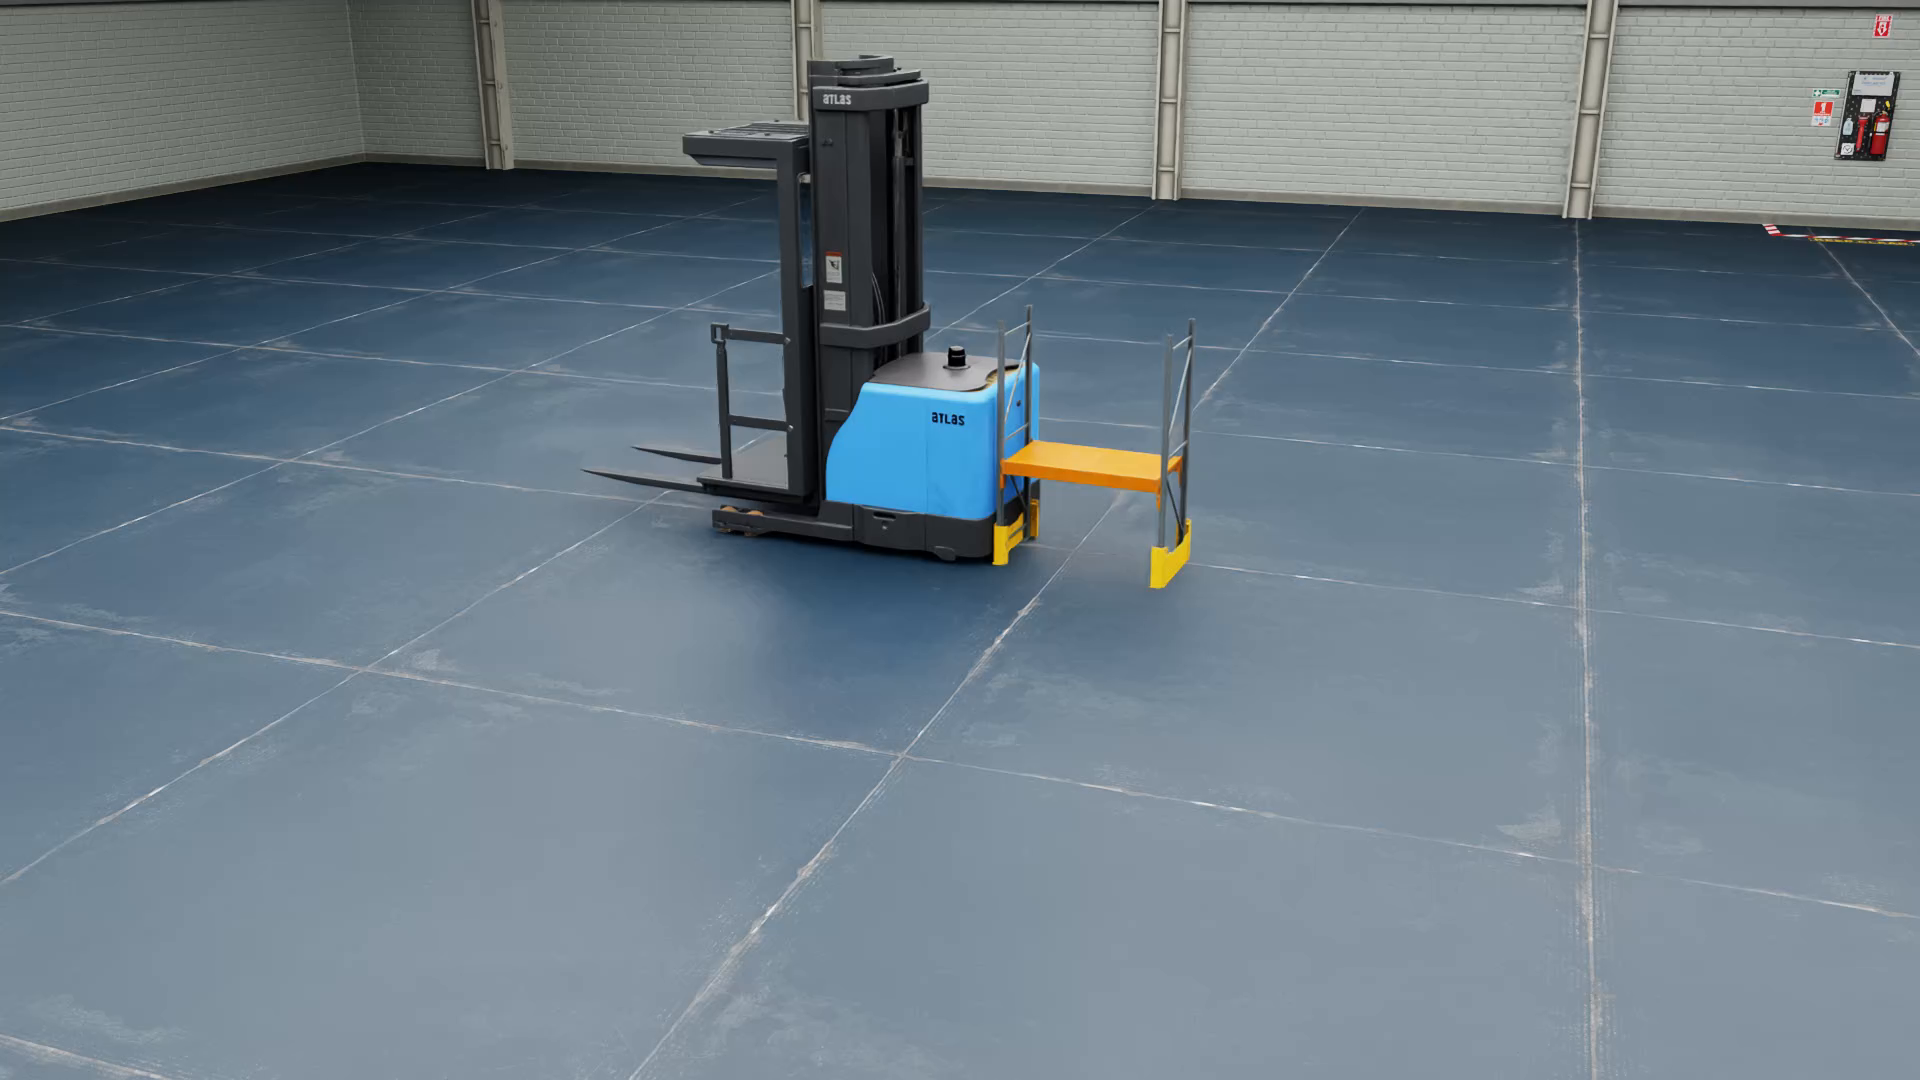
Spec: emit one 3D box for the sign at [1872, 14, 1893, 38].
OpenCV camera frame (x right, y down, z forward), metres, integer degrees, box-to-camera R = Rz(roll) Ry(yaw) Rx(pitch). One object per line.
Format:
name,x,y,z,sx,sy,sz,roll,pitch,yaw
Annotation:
sign,12.234,-6.815,22.047,0.199,0.298,0.001,7,20,18

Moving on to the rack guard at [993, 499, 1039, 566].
rack guard,0.351,-0.053,10.347,0.087,0.250,0.587,8,21,22

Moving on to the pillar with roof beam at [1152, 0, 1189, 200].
pillar with roof beam,1.782,-8.200,20.428,0.400,9.000,9.100,7,20,18

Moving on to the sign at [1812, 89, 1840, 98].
sign,11.722,-6.044,22.498,0.331,0.109,0.001,7,20,18

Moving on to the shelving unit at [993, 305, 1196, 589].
shelving unit,0.809,-0.578,9.955,1.083,1.500,0.587,8,21,22

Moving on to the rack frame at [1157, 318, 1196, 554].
rack frame,1.267,-0.513,9.768,0.032,1.500,0.500,8,21,22

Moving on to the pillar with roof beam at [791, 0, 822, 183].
pillar with roof beam,-3.885,-8.848,22.288,0.400,9.000,9.100,7,20,18

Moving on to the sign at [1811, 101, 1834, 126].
sign,11.720,-5.797,22.594,0.234,0.329,0.001,7,20,18

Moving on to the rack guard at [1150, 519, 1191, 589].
rack guard,1.266,0.077,9.975,0.087,0.250,0.587,8,21,22

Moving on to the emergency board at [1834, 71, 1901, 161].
emergency board,12.209,-5.688,22.337,0.643,1.169,0.194,7,20,18

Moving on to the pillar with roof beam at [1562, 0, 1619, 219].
pillar with roof beam,7.450,-7.552,18.569,0.400,9.000,9.100,7,20,18

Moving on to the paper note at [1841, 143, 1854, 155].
paper note,12.064,-5.313,22.598,0.142,0.148,0.016,7,20,18

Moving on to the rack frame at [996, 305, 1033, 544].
rack frame,0.333,-0.645,10.149,0.032,1.500,0.500,8,21,22

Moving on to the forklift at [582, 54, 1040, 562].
forklift,-1.045,-1.554,10.580,3.031,2.935,1.130,8,21,22

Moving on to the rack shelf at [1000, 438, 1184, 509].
rack shelf,0.800,-0.409,10.018,1.000,0.185,0.538,8,21,22

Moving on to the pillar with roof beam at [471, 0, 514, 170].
pillar with roof beam,-9.553,-9.496,24.147,0.400,9.000,9.100,7,20,18
